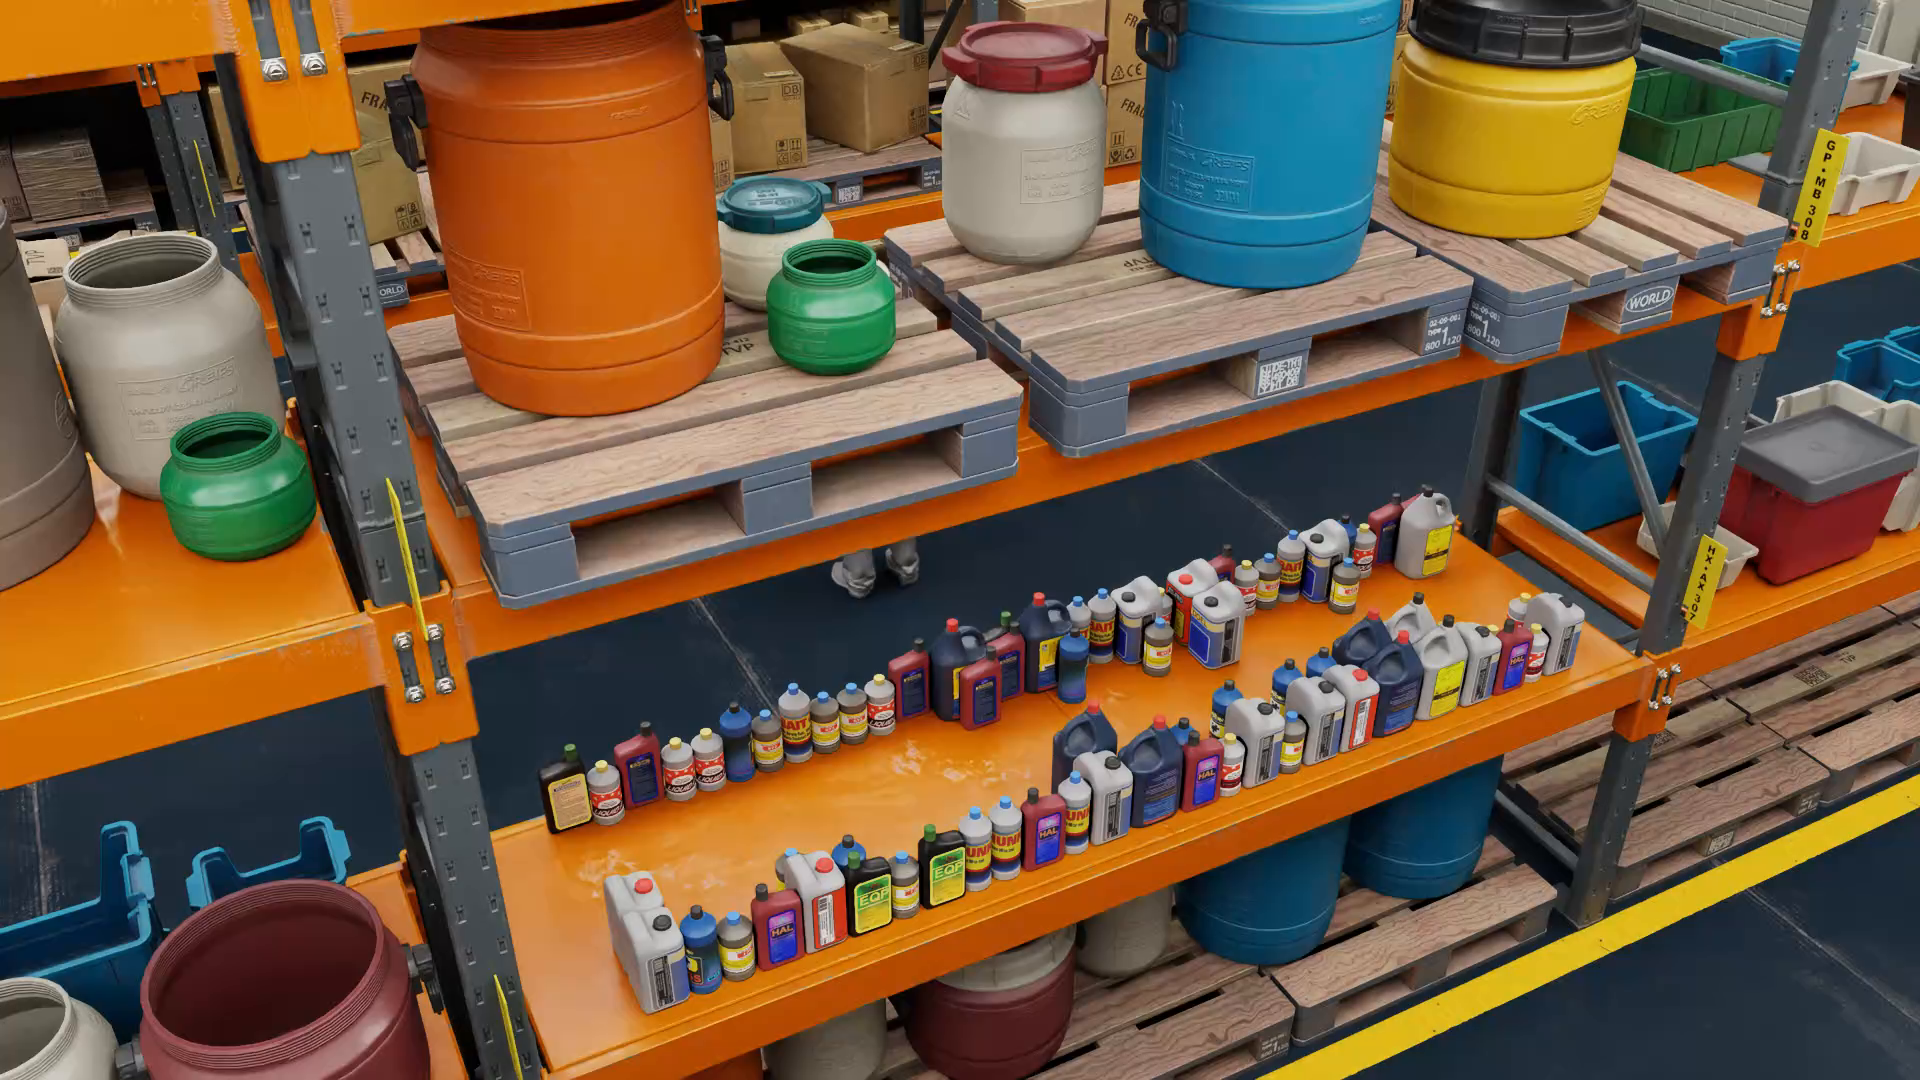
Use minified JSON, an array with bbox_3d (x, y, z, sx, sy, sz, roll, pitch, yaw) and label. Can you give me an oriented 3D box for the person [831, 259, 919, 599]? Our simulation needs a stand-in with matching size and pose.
[{"bbox_3d":[-0.456,-0.561,7.980,0.528,1.778,0.529,-16,36,-23],"label":"person"}]
